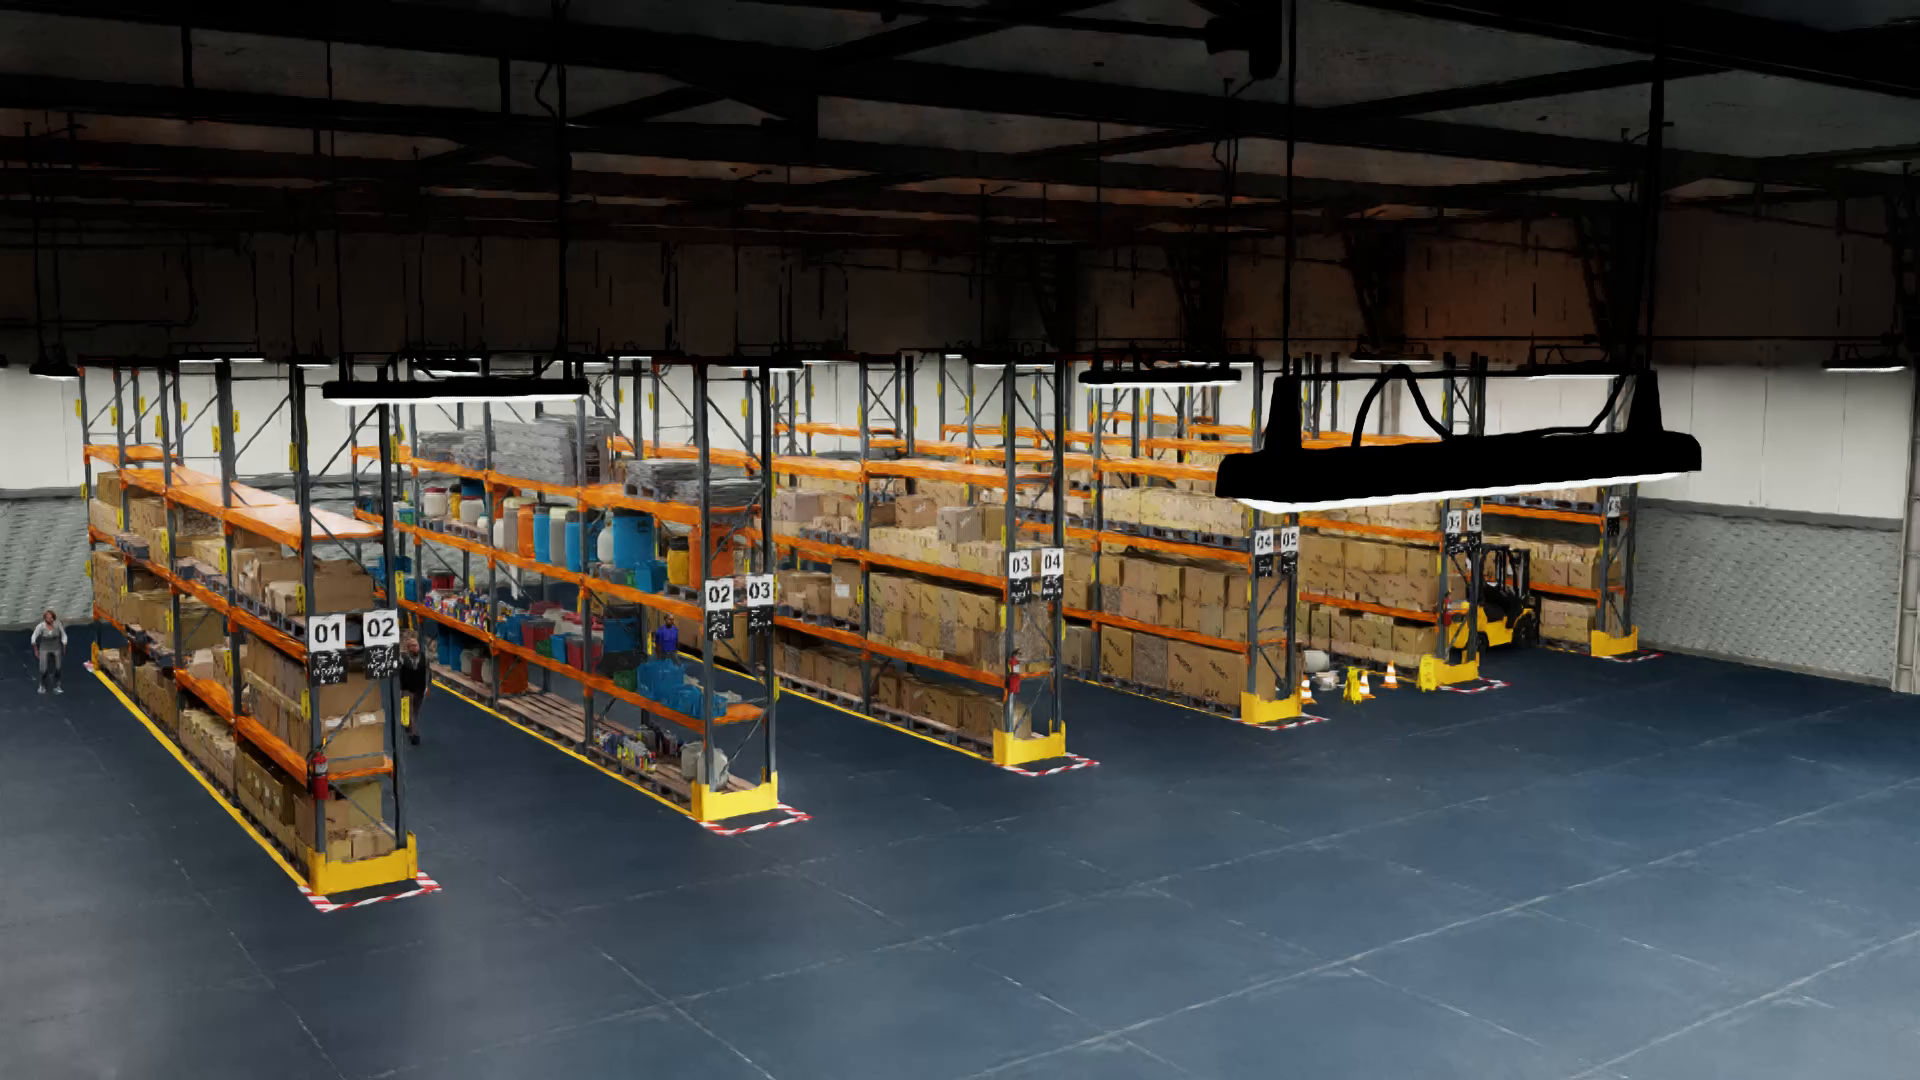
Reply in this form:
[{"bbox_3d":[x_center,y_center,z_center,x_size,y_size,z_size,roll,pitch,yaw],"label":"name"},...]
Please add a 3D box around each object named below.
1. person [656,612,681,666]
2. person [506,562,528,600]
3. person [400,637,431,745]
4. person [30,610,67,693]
[{"bbox_3d":[-5.101,2.017,29.025,0.451,1.572,1.088,-5,9,-37],"label":"person"},{"bbox_3d":[-10.739,0.569,40.427,0.533,1.707,1.040,-3,8,-26],"label":"person"},{"bbox_3d":[-8.583,2.340,26.161,0.543,1.644,1.119,-5,9,-37],"label":"person"},{"bbox_3d":[-16.227,2.039,29.647,0.566,1.434,0.519,-5,9,-37],"label":"person"}]
